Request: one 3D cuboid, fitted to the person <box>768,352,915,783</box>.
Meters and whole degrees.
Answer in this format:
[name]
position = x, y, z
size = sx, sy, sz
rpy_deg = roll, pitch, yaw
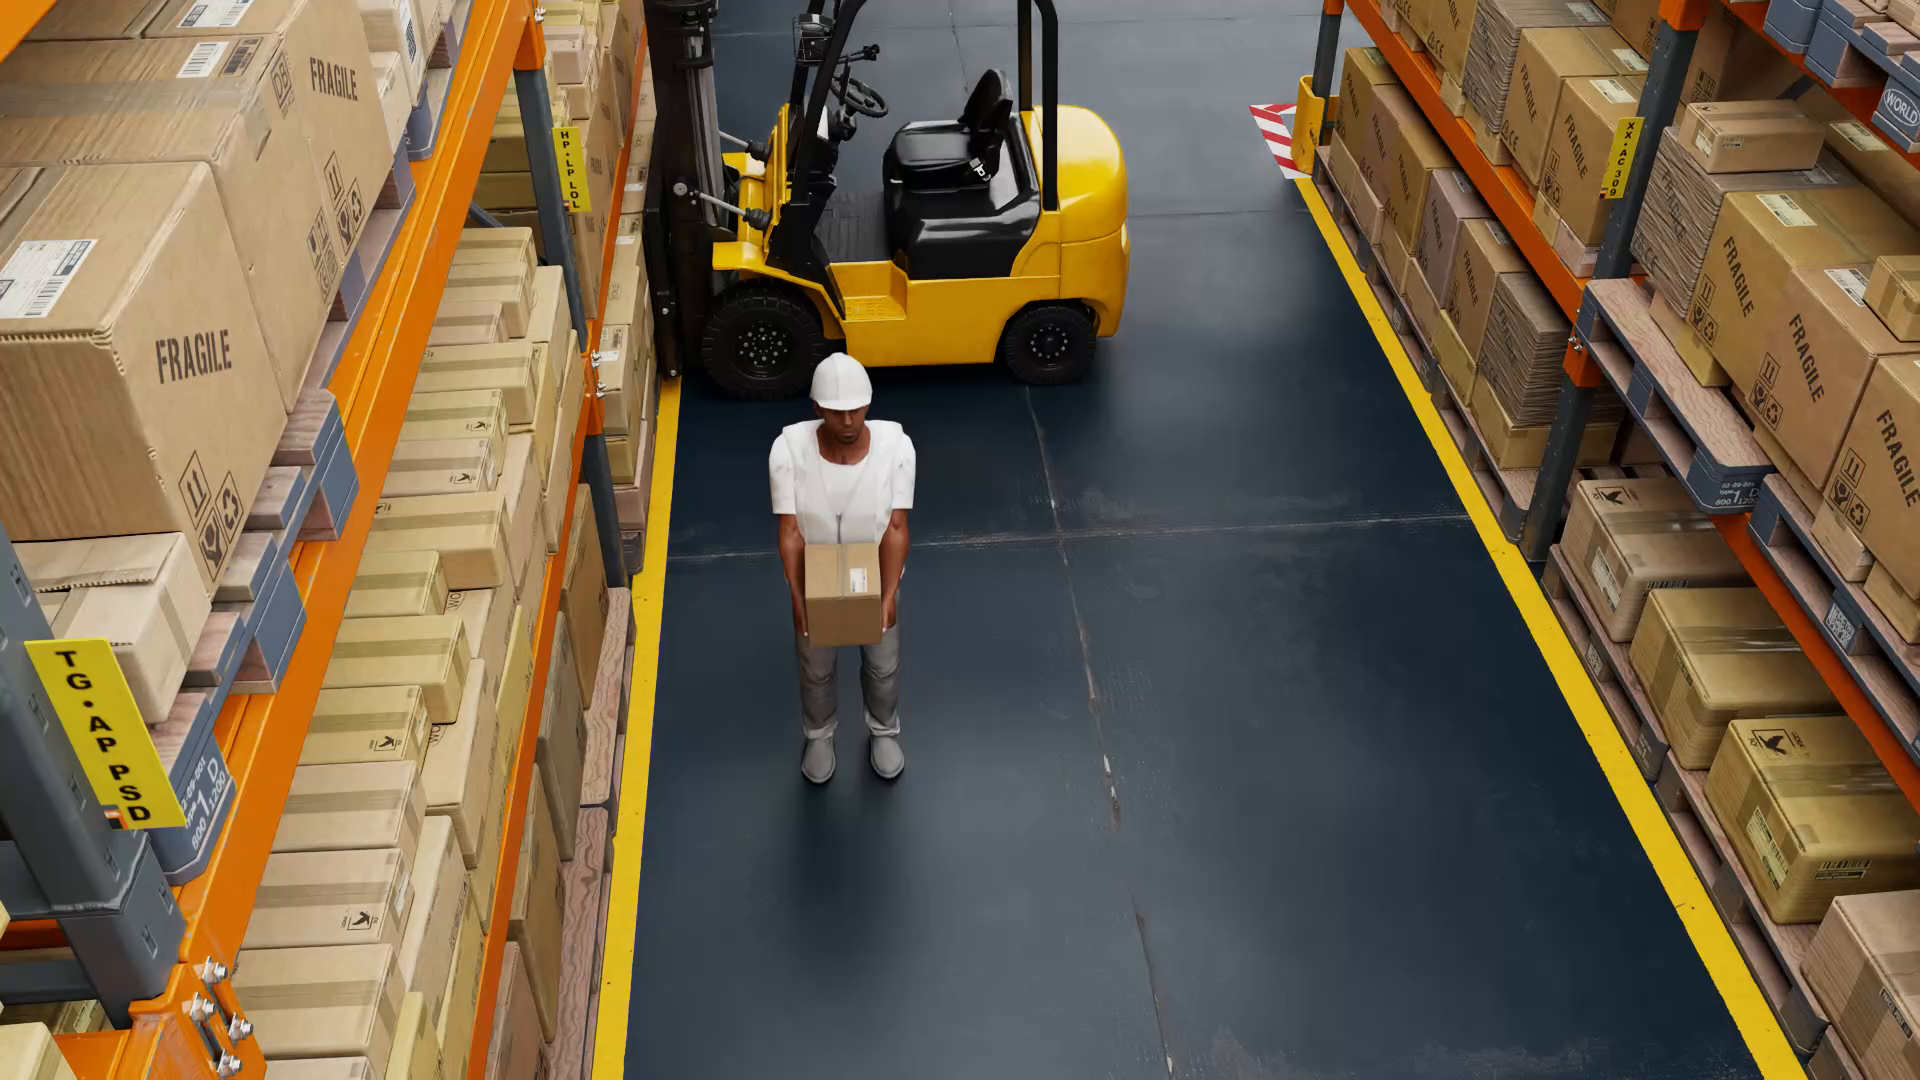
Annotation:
[person]
position = -0.395, 0.189, 5.906
size = 0.502, 1.761, 0.587
rpy_deg = -3, 39, -4
